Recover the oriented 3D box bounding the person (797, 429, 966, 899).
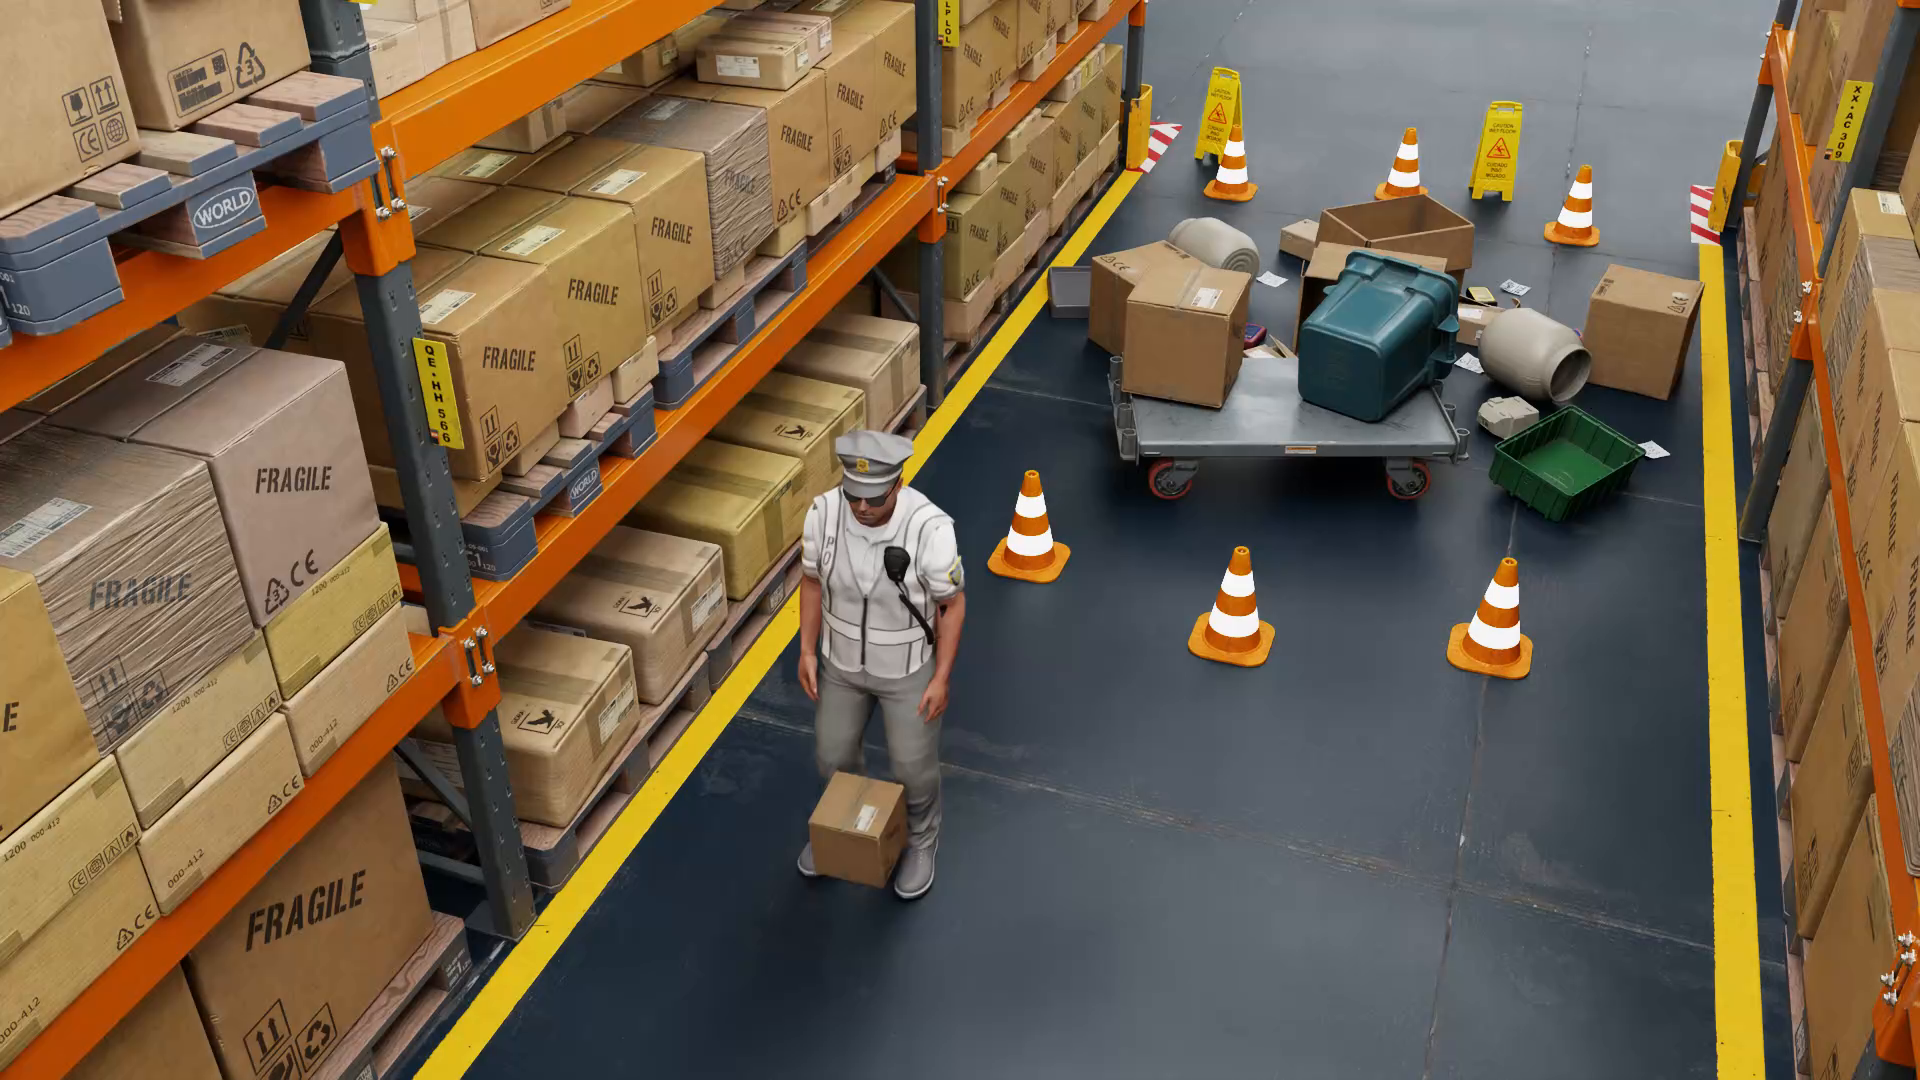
[{"bbox_3d":[-0.262,0.392,5.527,0.568,1.751,0.434,10,34,15],"label":"person"}]
